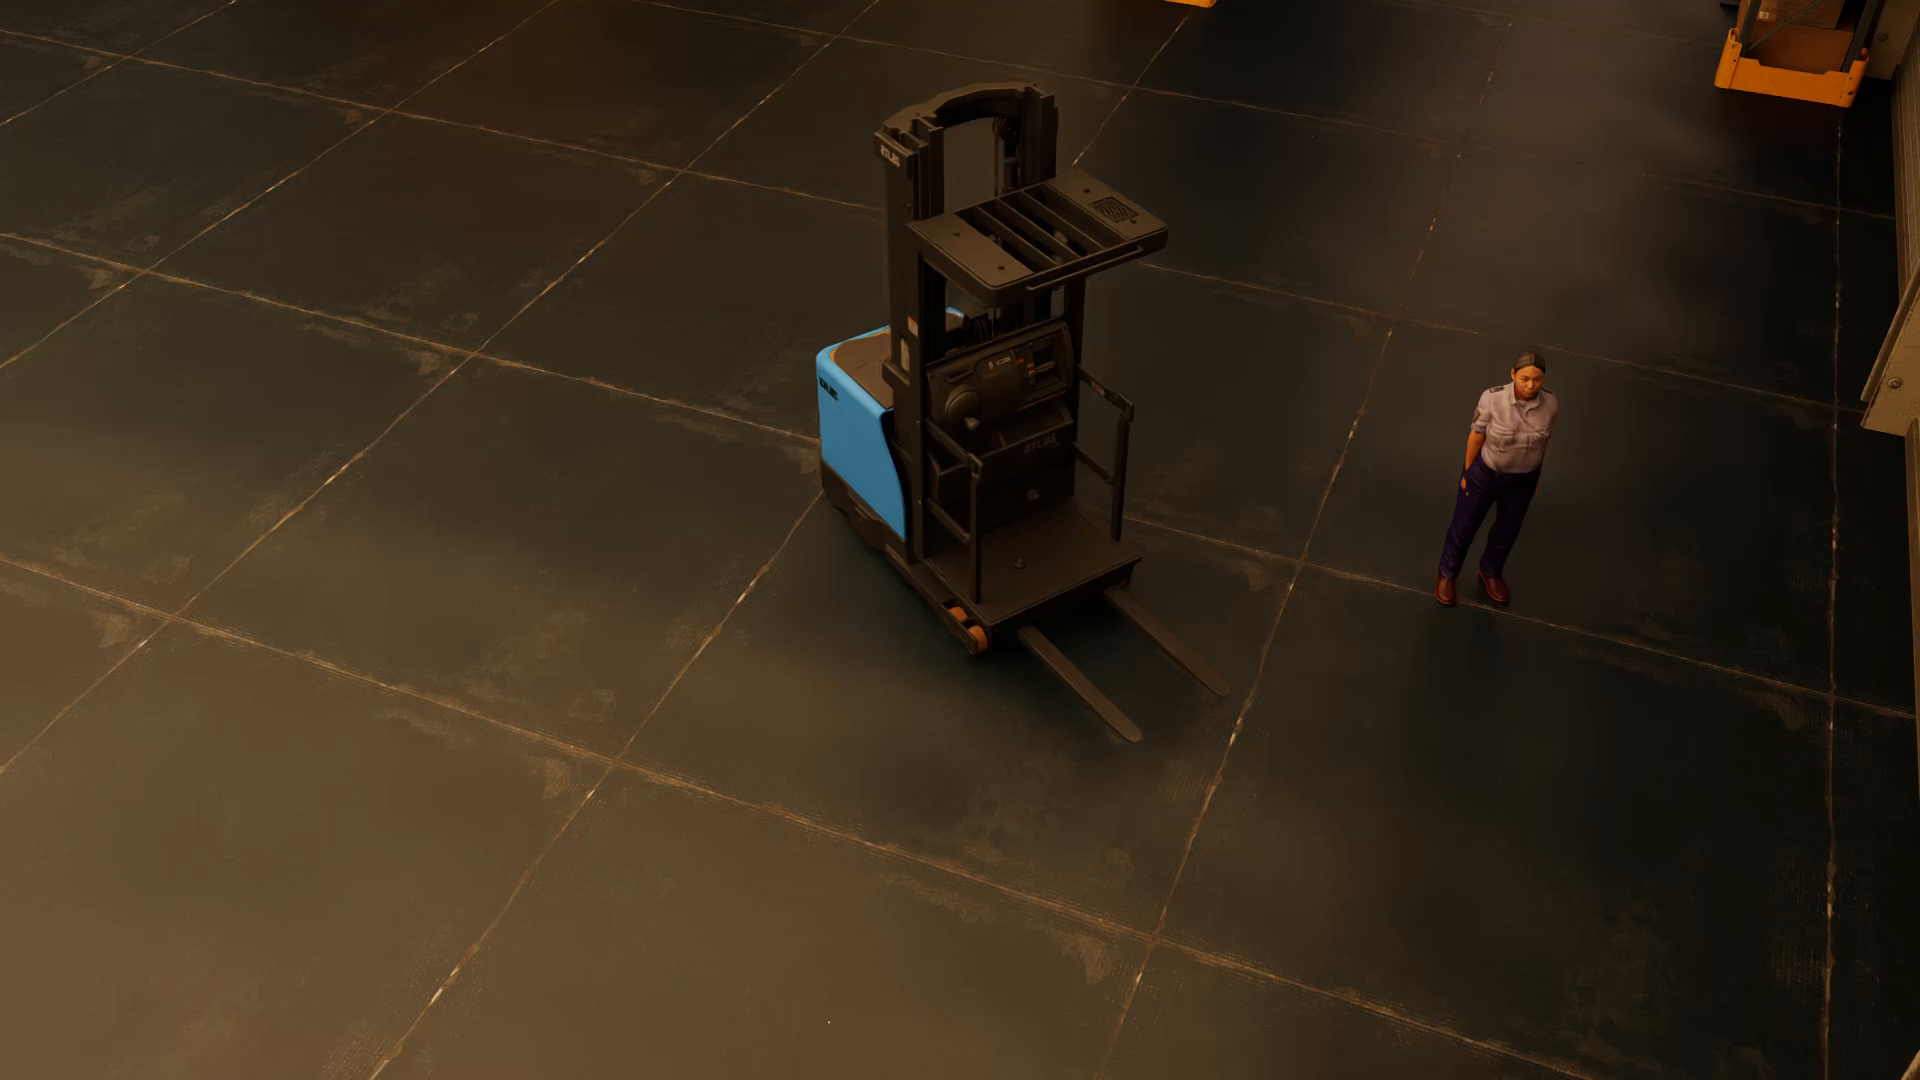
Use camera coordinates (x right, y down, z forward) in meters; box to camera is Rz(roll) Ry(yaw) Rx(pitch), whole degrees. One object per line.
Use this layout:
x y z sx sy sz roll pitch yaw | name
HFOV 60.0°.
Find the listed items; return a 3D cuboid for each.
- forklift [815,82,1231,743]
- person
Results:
0.349 -0.821 8.987 1.130 2.935 3.031 -23 45 -25 | forklift
3.064 -0.354 9.434 0.485 1.651 0.363 -1 40 -1 | person
